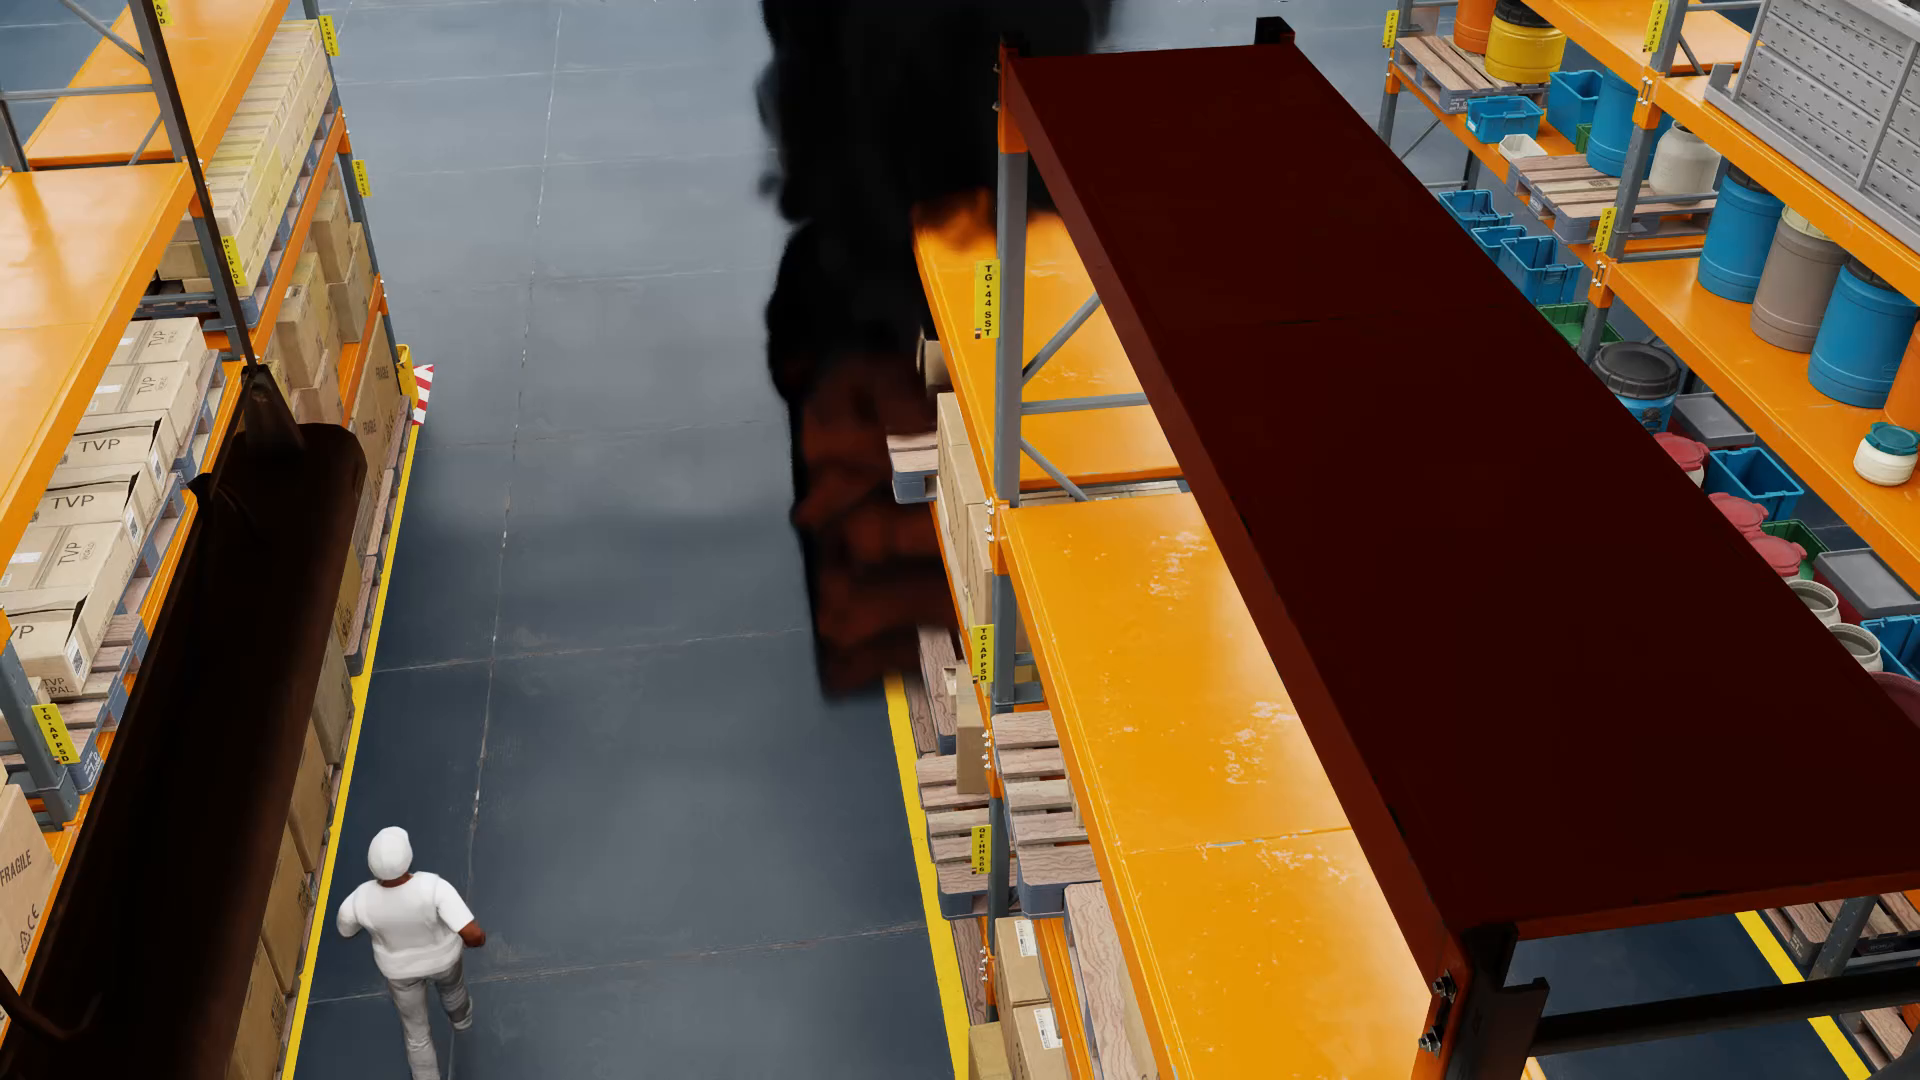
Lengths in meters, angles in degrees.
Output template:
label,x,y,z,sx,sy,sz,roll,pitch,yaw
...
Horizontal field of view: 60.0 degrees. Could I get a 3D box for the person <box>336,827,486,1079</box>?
label,x,y,z,sx,sy,sz,roll,pitch,yaw
person,-2.772,2.131,8.551,0.700,1.804,0.911,-10,37,-13
